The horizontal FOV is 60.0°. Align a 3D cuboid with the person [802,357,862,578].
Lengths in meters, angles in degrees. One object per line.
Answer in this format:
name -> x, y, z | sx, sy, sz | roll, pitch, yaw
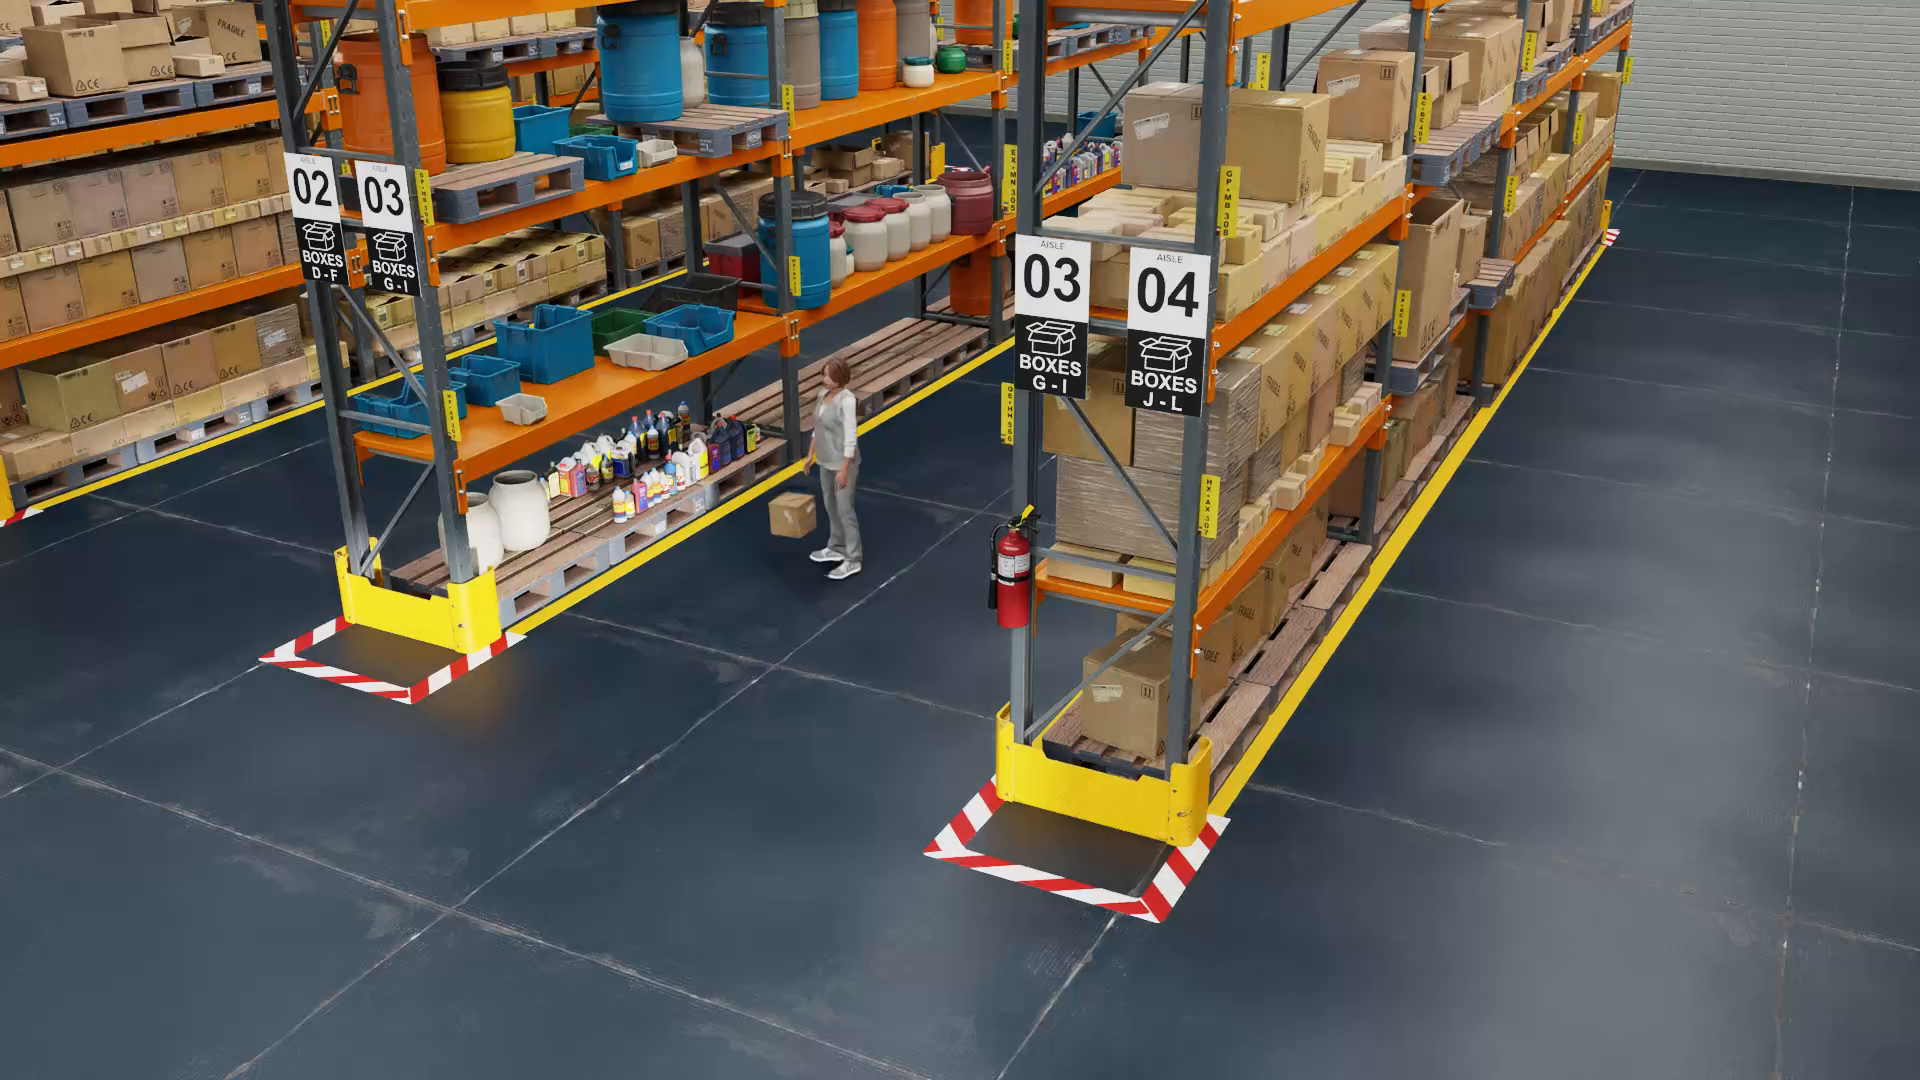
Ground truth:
person -> -0.905, -0.534, 11.918 | 0.347, 1.607, 0.503 | -14, 27, -30
